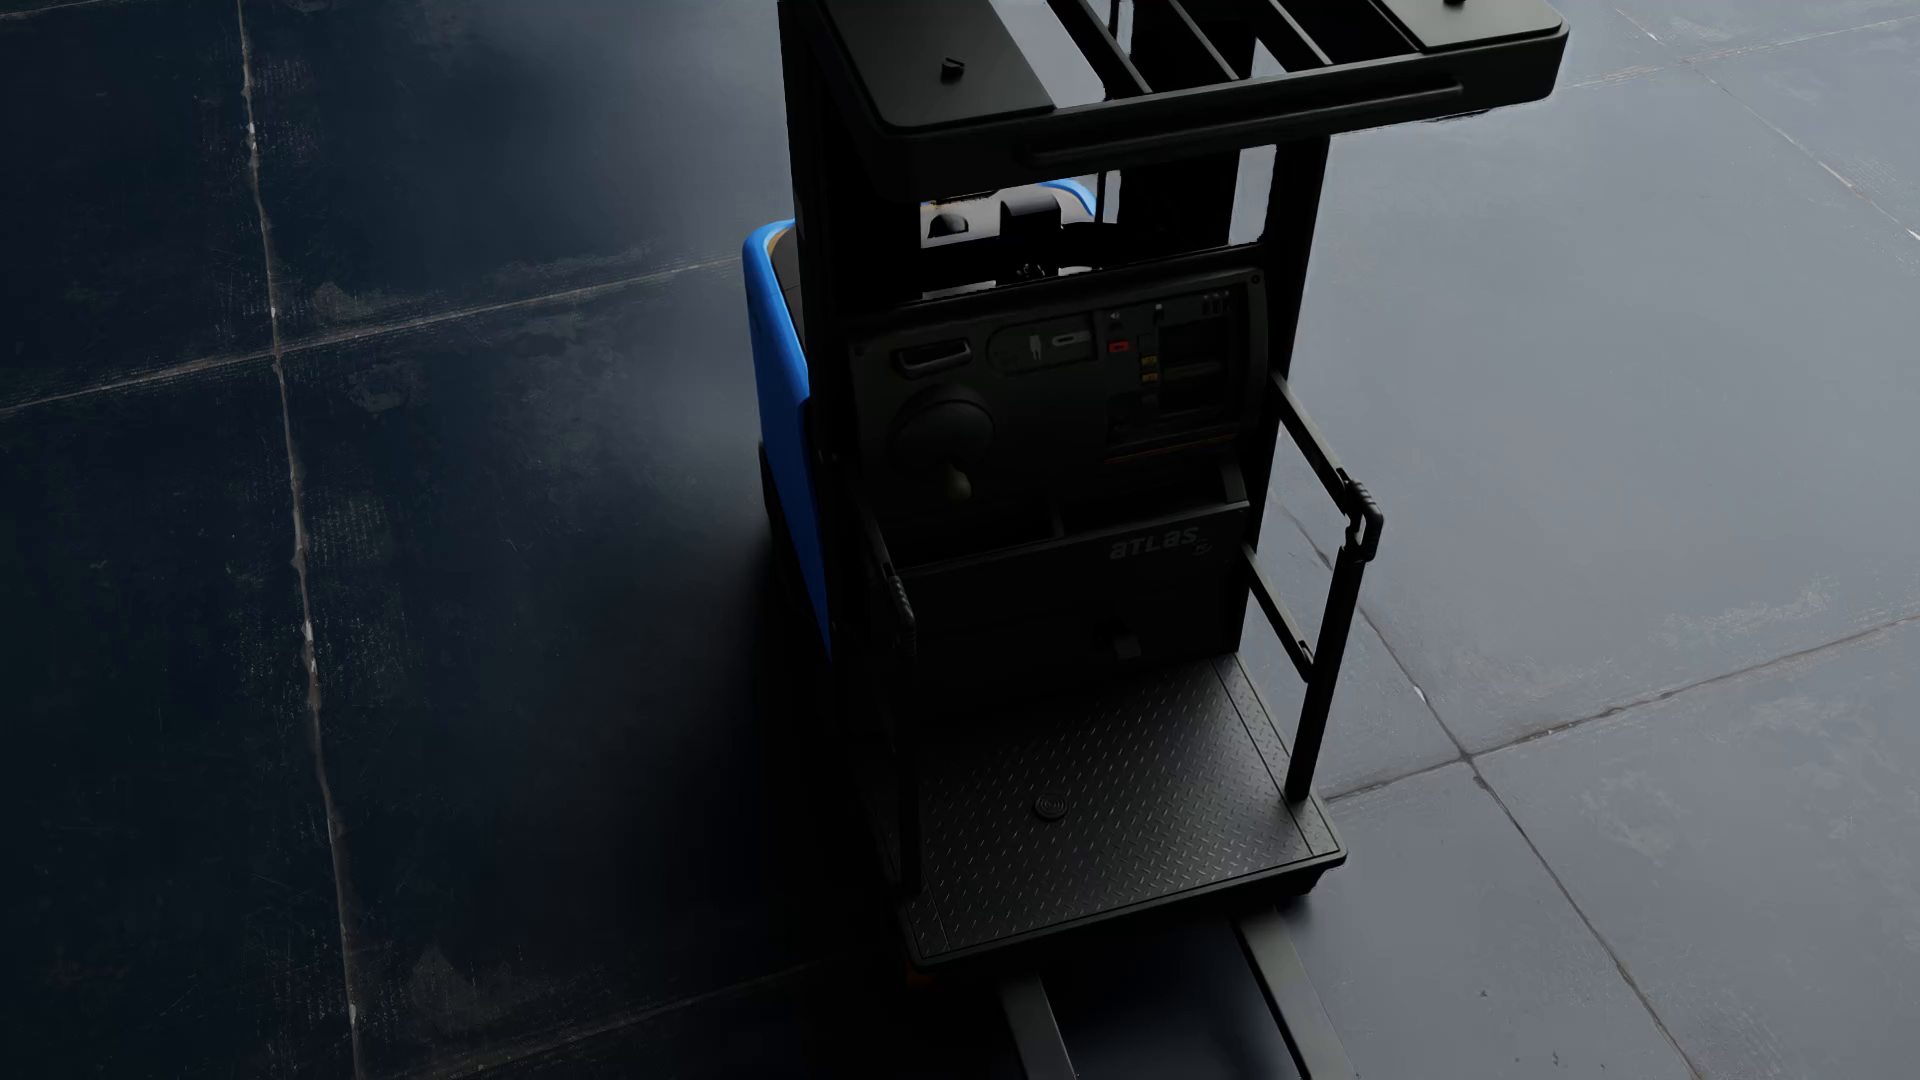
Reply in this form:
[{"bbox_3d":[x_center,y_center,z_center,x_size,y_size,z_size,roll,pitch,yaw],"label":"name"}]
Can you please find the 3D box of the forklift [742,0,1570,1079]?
[{"bbox_3d":[0.284,-0.241,3.421,1.130,2.935,3.031,-12,46,-11],"label":"forklift"}]
